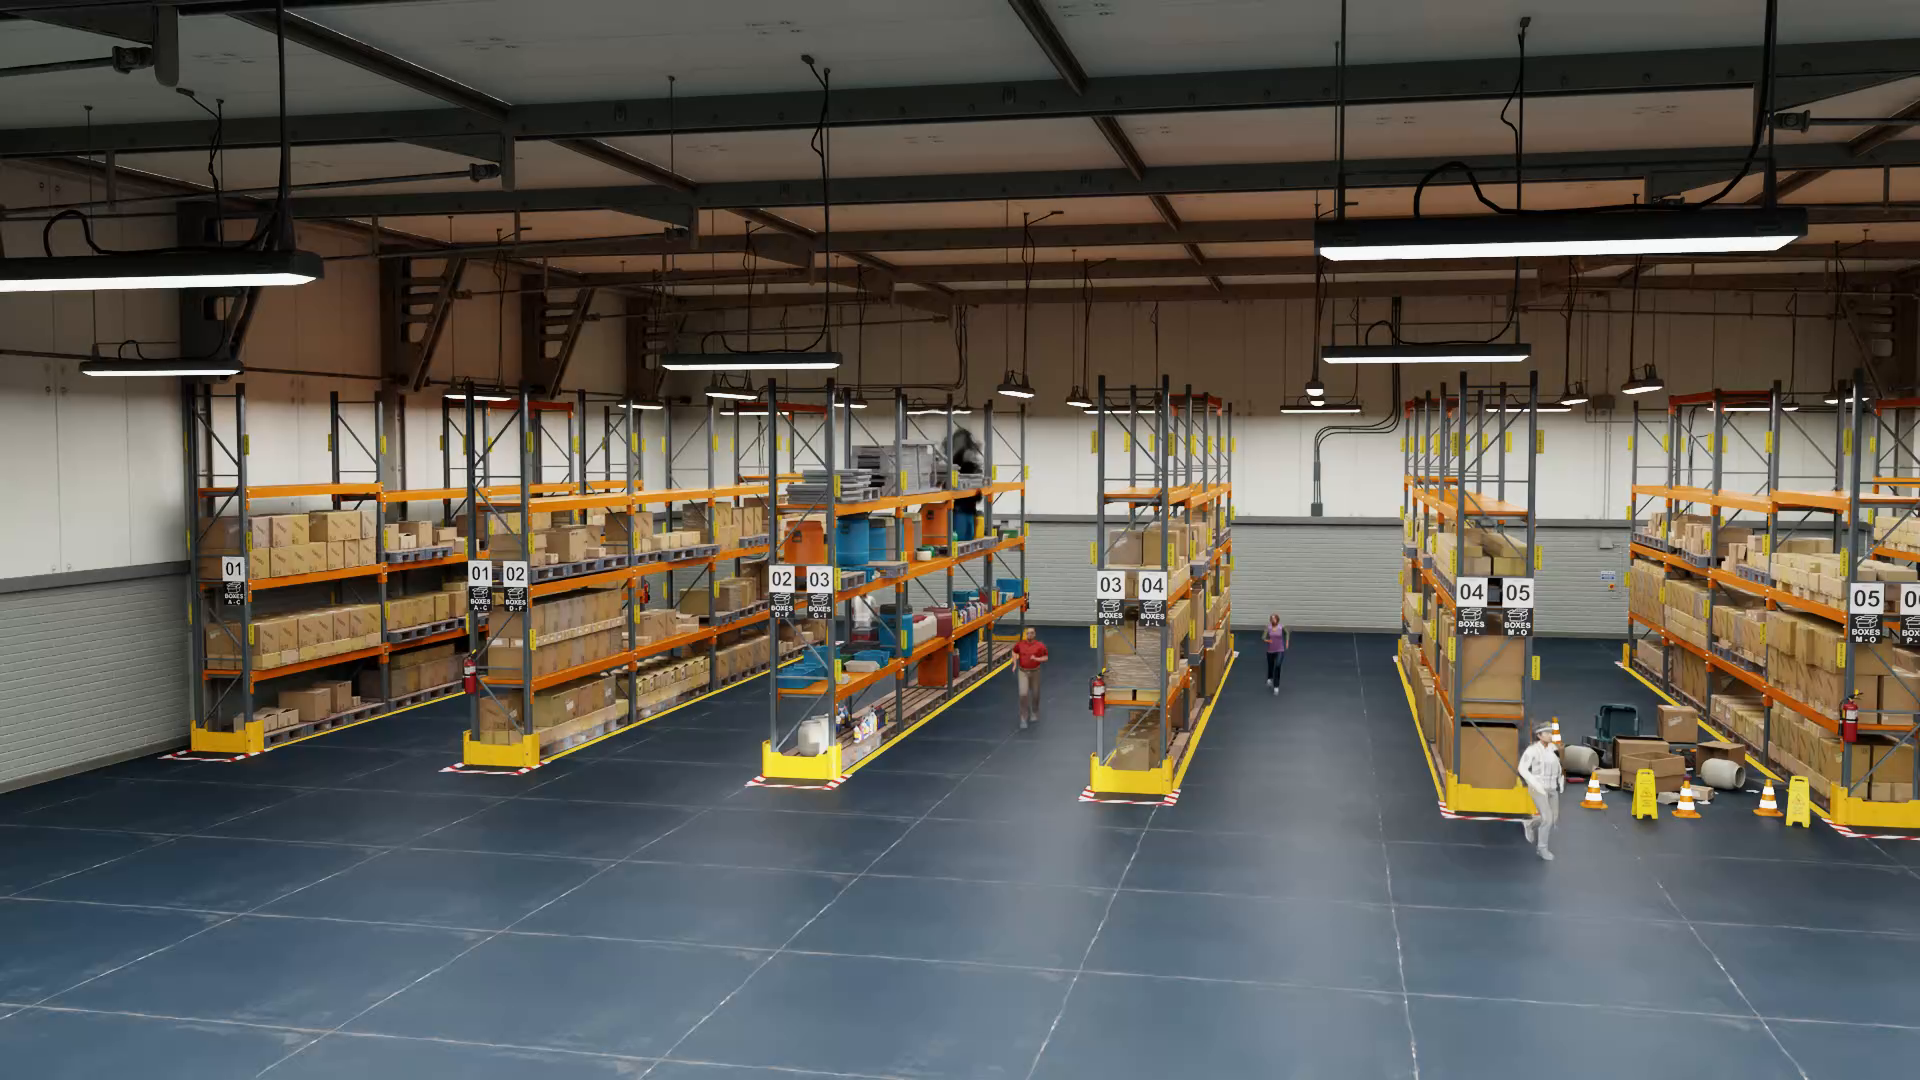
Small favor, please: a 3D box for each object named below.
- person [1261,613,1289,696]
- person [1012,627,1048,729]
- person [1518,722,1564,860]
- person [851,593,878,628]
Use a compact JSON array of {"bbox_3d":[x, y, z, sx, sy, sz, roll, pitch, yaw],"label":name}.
[{"bbox_3d":[6.373,2.279,33.623,0.548,1.615,0.881,1,3,14],"label":"person"},{"bbox_3d":[1.248,2.440,29.641,0.643,1.782,0.818,0,3,2],"label":"person"},{"bbox_3d":[7.077,3.021,20.304,0.647,1.661,0.576,-1,4,-24],"label":"person"},{"bbox_3d":[-2.270,1.903,39.000,0.678,1.734,0.613,0,3,3],"label":"person"}]
